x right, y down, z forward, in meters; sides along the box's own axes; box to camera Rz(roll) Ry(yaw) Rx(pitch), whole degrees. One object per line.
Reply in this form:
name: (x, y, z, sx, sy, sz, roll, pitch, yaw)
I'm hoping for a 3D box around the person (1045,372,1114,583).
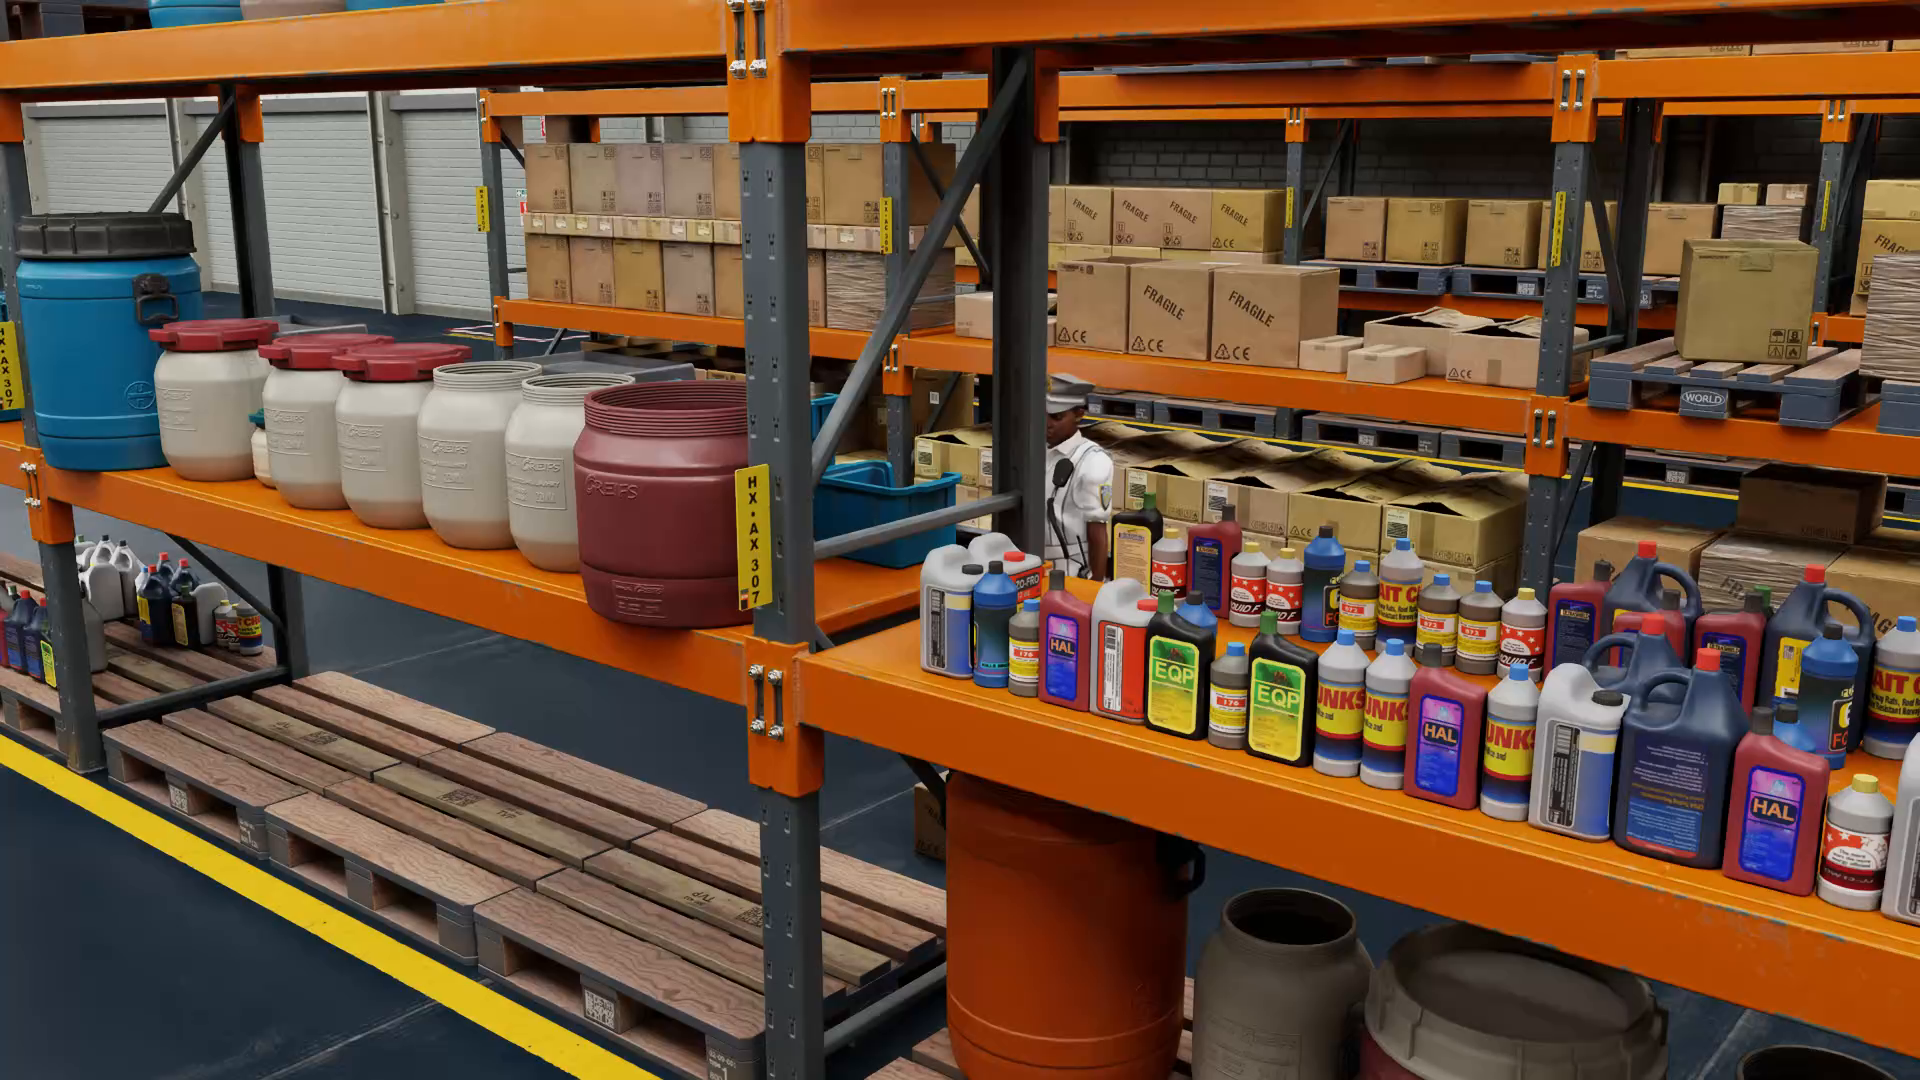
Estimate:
person: (0.349, 0.207, 6.142, 0.438, 1.665, 0.342, 11, 17, 39)
